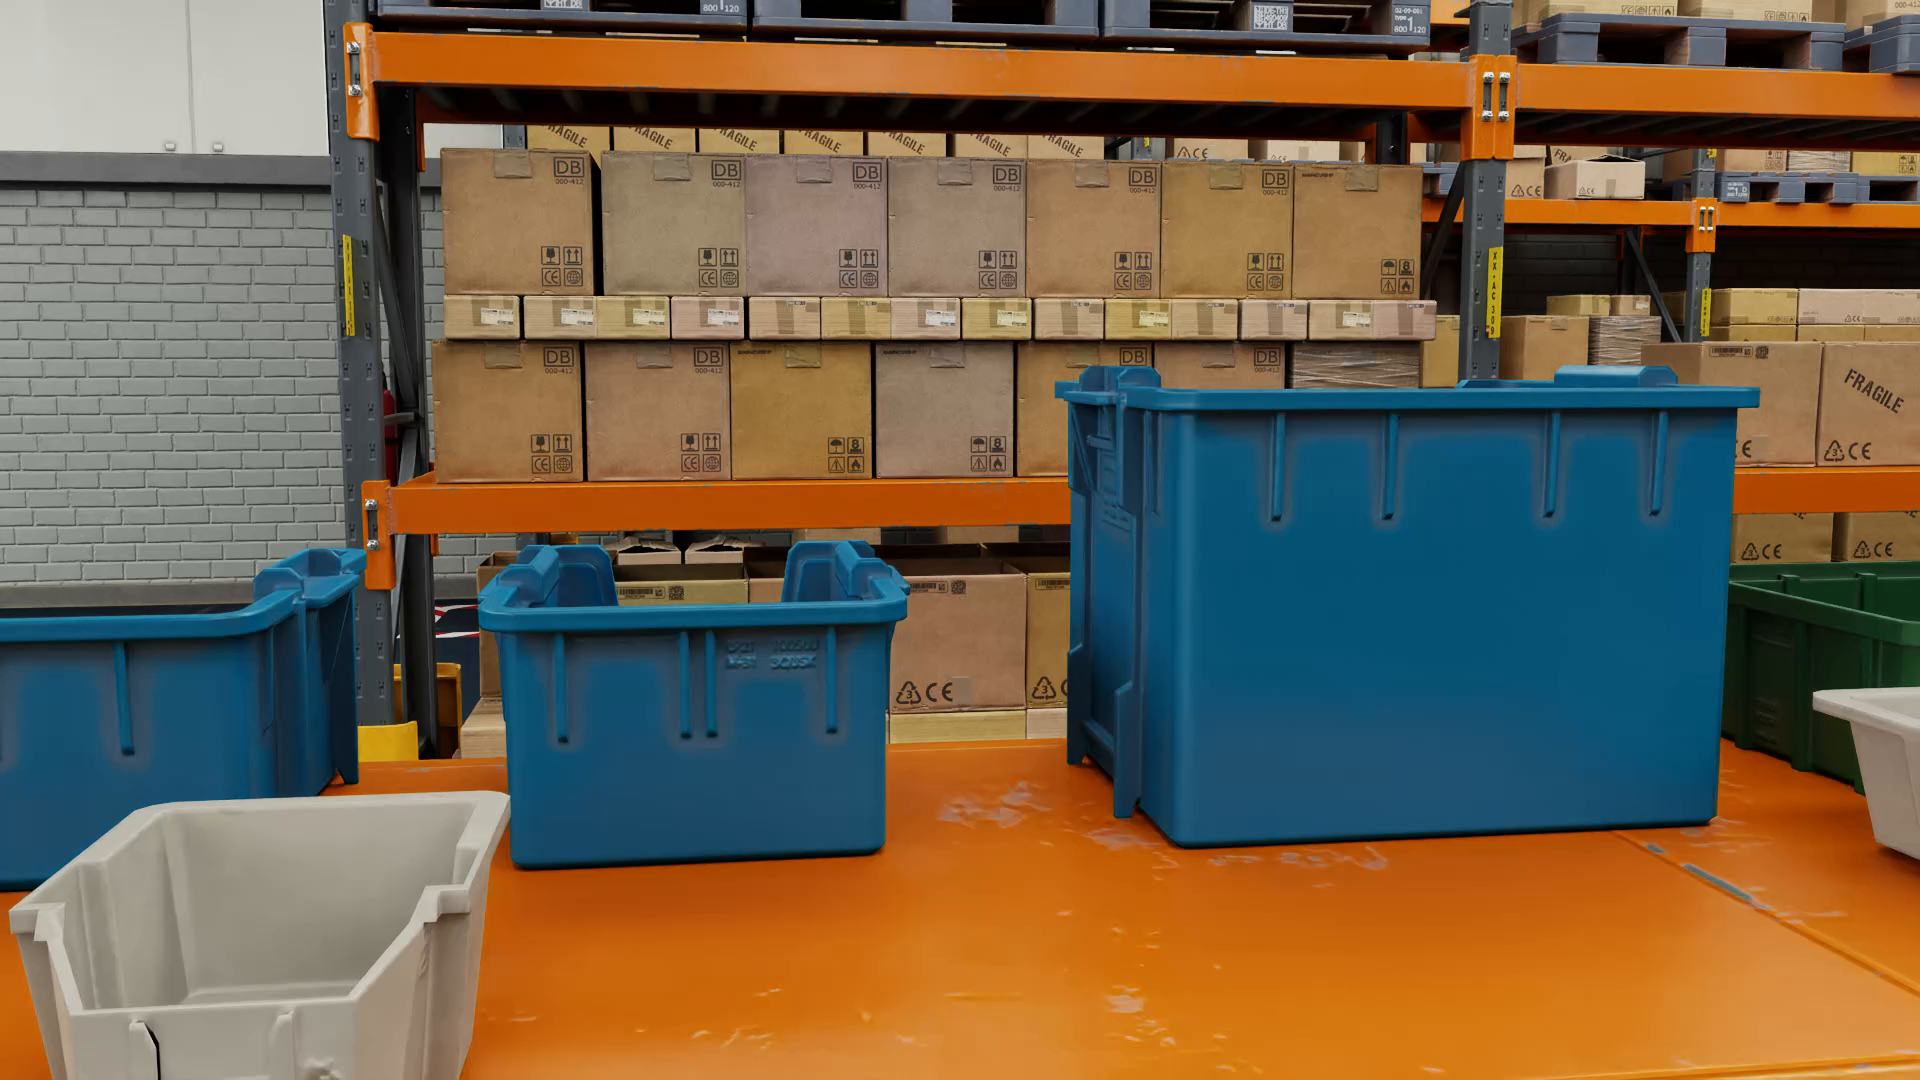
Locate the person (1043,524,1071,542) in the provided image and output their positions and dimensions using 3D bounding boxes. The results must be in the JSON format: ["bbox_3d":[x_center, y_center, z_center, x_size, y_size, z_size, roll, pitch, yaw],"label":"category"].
[{"bbox_3d":[0.601,-0.041,8.142,0.422,1.774,0.653,-1,6,-11],"label":"person"}]
